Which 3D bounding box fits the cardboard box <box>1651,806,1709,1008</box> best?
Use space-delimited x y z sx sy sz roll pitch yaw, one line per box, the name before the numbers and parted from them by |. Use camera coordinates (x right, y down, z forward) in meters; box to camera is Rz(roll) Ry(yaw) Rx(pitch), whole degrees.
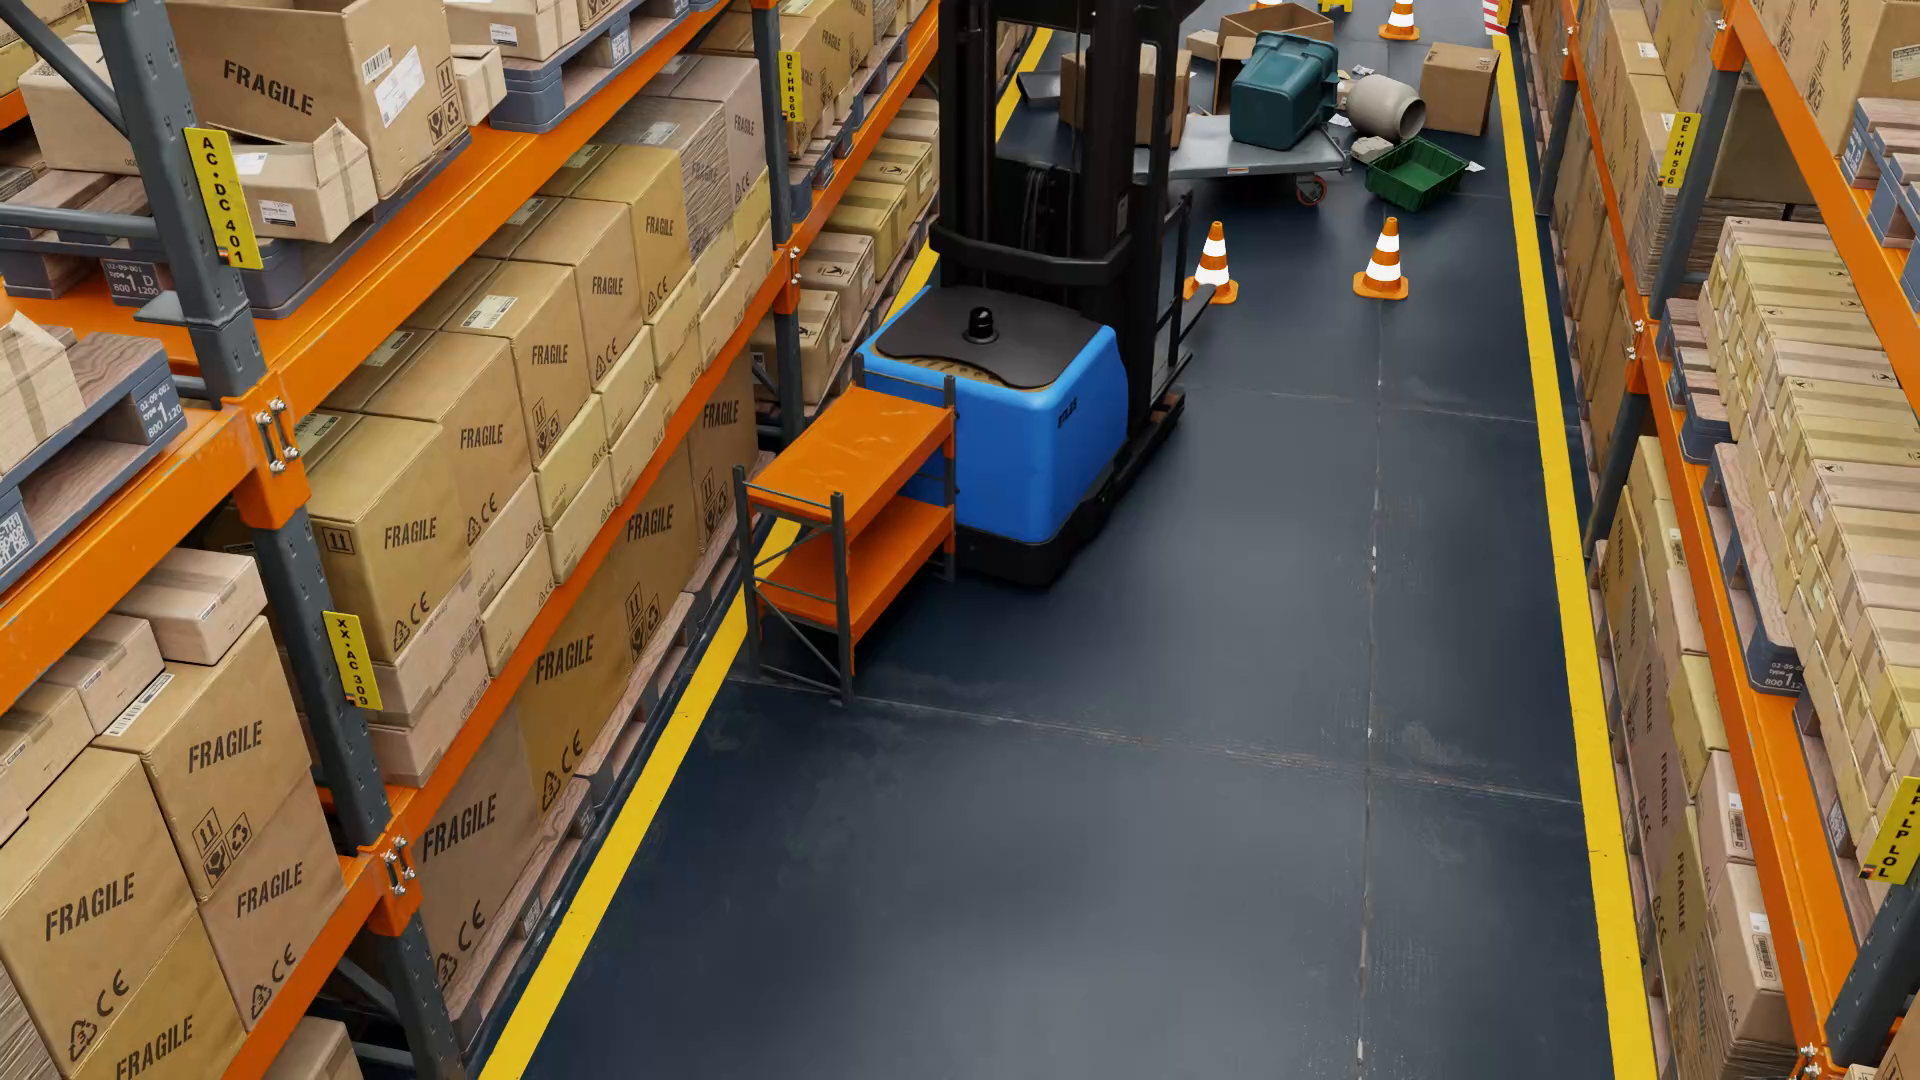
cardboard box | 2.716 1.293 5.682 0.500 0.500 0.500 6 36 9

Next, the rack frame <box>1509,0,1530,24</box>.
rack frame | 5.258 -5.678 13.529 1.000 3.000 0.127 7 37 10

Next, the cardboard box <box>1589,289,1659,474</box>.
cardboard box | 3.767 -0.689 8.204 1.050 0.750 0.750 7 36 9

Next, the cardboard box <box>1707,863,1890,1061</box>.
cardboard box | 2.607 1.281 5.060 0.500 0.250 0.500 6 36 9

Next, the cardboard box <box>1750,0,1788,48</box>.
cardboard box | 3.167 -2.053 5.885 0.500 0.500 0.500 7 37 10

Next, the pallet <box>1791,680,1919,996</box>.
pallet | 3.000 0.859 4.672 1.003 0.211 1.213 7 37 10

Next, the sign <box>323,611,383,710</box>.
sign | -1.620 0.325 4.441 0.100 0.325 0.005 7 37 10

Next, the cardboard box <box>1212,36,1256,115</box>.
cardboard box | 2.307 -3.424 12.429 0.797 0.637 0.503 7 37 10

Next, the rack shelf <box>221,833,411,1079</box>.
rack shelf | -2.590 2.076 3.442 1.077 0.370 4.000 7 37 10

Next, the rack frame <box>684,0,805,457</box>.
rack frame | -1.309 -1.655 7.977 1.000 3.000 0.127 7 37 10

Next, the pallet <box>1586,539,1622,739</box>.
pallet | 3.381 0.485 7.401 1.003 0.211 1.213 7 37 10

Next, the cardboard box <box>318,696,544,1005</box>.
cardboard box | -2.109 0.963 5.817 0.875 0.875 0.875 8 37 11

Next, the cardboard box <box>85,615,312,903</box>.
cardboard box | -1.994 0.498 4.069 0.500 0.500 0.500 7 37 10

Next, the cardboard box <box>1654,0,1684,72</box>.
cardboard box | 3.978 -2.671 8.442 0.700 0.500 0.500 7 37 10

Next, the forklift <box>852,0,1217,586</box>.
forklift | 0.582 -1.825 8.270 1.130 2.935 3.031 16 39 21

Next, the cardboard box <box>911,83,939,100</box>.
cardboard box | -0.064 -3.309 12.245 0.500 0.250 0.500 6 36 8

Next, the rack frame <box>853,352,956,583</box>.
rack frame | -0.251 -0.323 7.737 0.500 1.125 0.032 16 39 21

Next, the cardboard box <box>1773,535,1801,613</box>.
cardboard box | 2.861 0.133 5.367 0.380 0.149 0.250 9 37 12

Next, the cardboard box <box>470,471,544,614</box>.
cardboard box | -1.709 -0.022 5.427 0.500 0.250 0.500 8 37 11

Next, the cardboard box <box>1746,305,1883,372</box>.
cardboard box | 3.092 -0.714 6.029 0.380 0.149 0.250 6 36 8

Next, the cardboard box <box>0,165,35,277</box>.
cardboard box | -6.012 -1.839 9.897 0.875 0.625 0.625 8 37 11

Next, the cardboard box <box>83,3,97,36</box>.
cardboard box | -5.497 -3.319 10.401 0.500 0.250 0.500 8 37 11

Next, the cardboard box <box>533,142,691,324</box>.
cardboard box | -1.378 -1.192 6.401 0.500 0.500 0.500 7 37 10

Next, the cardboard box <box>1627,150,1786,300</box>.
cardboard box | 3.383 -1.424 7.574 0.500 0.500 0.500 7 37 10

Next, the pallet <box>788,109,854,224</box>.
pallet | -1.260 -1.999 8.615 1.213 0.211 1.003 7 37 10

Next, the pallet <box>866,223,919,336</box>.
pallet | -0.877 -1.671 10.375 1.003 0.211 1.213 7 37 10

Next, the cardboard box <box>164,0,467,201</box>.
cardboard box | -1.691 -1.255 4.427 0.500 0.500 0.500 7 36 9

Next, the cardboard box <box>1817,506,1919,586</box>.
cardboard box | 2.815 0.044 4.982 0.380 0.149 0.250 6 36 8

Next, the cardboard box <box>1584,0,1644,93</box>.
cardboard box | 3.921 -2.868 9.567 0.500 0.500 0.500 8 37 10

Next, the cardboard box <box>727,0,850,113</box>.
cardboard box | -0.882 -2.514 8.466 0.500 0.500 0.500 9 37 12

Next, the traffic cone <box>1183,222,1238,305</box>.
traffic cone | 1.564 -1.743 10.260 0.336 0.463 0.334 7 37 10

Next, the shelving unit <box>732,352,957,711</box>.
shelving unit | -0.472 -0.054 7.366 0.538 1.125 1.048 16 39 21

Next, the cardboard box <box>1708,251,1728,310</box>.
cardboard box | 3.250 -1.029 6.716 0.380 0.149 0.250 9 37 12

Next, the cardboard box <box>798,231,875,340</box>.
cardboard box | -1.028 -1.507 9.655 0.950 0.372 0.625 7 36 9

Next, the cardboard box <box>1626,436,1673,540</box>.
cardboard box | 3.165 -0.189 7.087 0.500 0.250 0.500 6 36 8

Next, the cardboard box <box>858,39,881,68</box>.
cardboard box | -0.665 -2.806 9.422 0.380 0.149 0.250 8 37 11

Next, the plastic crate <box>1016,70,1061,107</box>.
plastic crate | 0.682 -3.563 13.098 0.402 0.080 0.583 -5 36 -6

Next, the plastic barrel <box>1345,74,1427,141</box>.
plastic barrel | 3.147 -3.185 12.284 0.421 0.421 0.512 -24 42 -30

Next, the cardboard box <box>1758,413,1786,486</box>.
cardboard box | 2.976 -0.290 5.697 0.380 0.149 0.250 7 37 10

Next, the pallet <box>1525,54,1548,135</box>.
pallet | 4.901 -3.384 12.739 1.003 0.211 1.213 7 37 10

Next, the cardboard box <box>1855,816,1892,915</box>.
cardboard box | 2.586 0.880 4.336 0.380 0.149 0.250 7 36 9

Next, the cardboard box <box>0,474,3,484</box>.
cardboard box | -2.043 -0.127 3.084 0.380 0.149 0.250 8 37 11

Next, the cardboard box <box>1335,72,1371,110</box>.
cardboard box | 2.971 -3.495 12.845 0.396 0.266 0.258 14 38 18

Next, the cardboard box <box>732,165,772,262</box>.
cardboard box | -1.164 -1.487 7.447 0.500 0.250 0.500 7 37 10

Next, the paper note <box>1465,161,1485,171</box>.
paper note | 3.662 -2.682 11.924 0.147 0.020 0.142 -17 39 -22

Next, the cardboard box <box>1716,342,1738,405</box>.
cardboard box | 3.142 -0.621 6.407 0.380 0.149 0.250 9 37 12

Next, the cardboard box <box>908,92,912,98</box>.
cardboard box | -0.590 -3.377 12.339 0.500 0.250 0.500 9 37 12

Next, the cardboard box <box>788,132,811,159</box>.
cardboard box | -0.964 -2.044 8.370 0.380 0.149 0.250 5 36 7

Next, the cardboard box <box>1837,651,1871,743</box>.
cardboard box | 2.698 0.466 4.653 0.380 0.149 0.250 9 37 12

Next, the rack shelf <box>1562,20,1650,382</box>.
rack shelf | 3.976 -1.947 8.994 1.077 0.370 4.000 7 37 10

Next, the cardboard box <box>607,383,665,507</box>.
cardboard box | -1.461 -0.394 6.365 0.500 0.250 0.500 7 36 9
